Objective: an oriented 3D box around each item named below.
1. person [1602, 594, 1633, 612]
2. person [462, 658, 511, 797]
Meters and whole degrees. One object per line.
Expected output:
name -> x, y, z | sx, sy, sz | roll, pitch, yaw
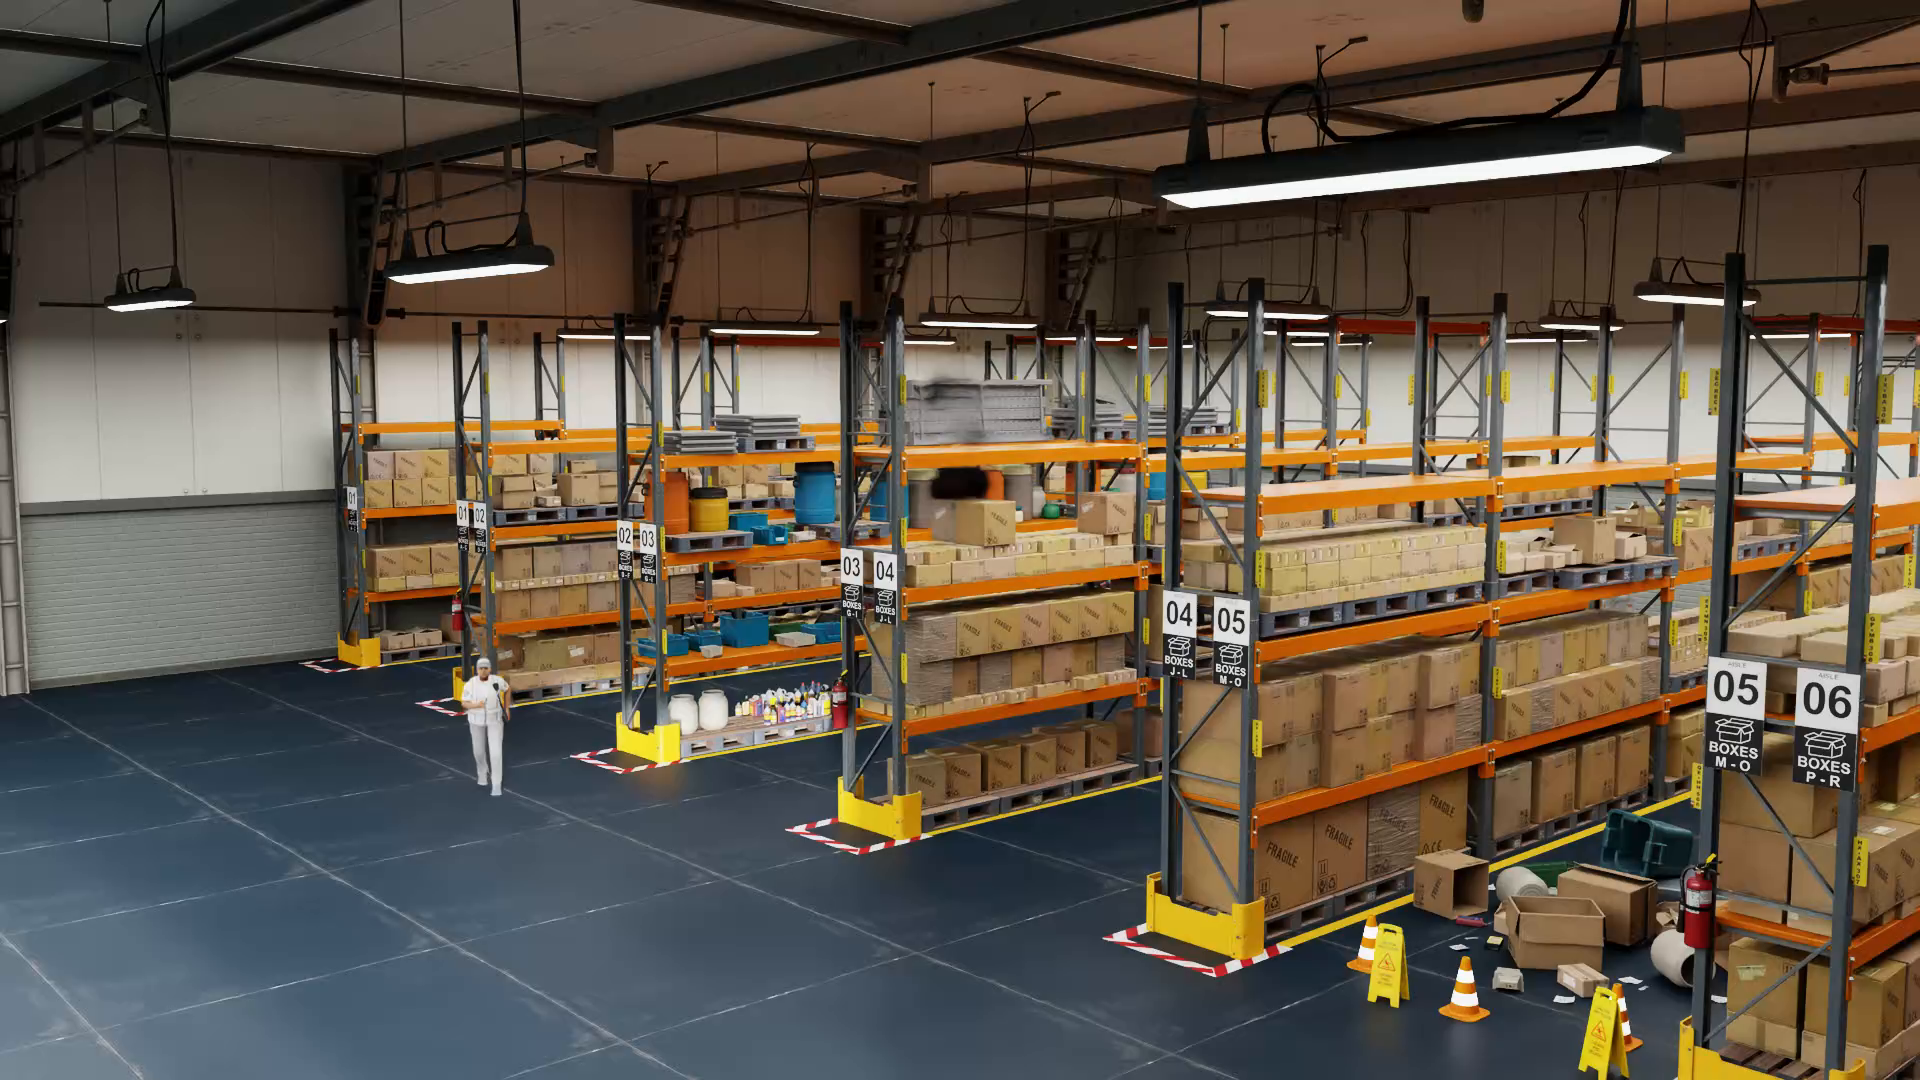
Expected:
person -> 11.864, 1.407, 30.109 | 0.567, 1.610, 0.814 | -4, 7, -34
person -> -5.866, 2.319, 20.621 | 0.574, 1.754, 0.774 | -1, 6, -12
